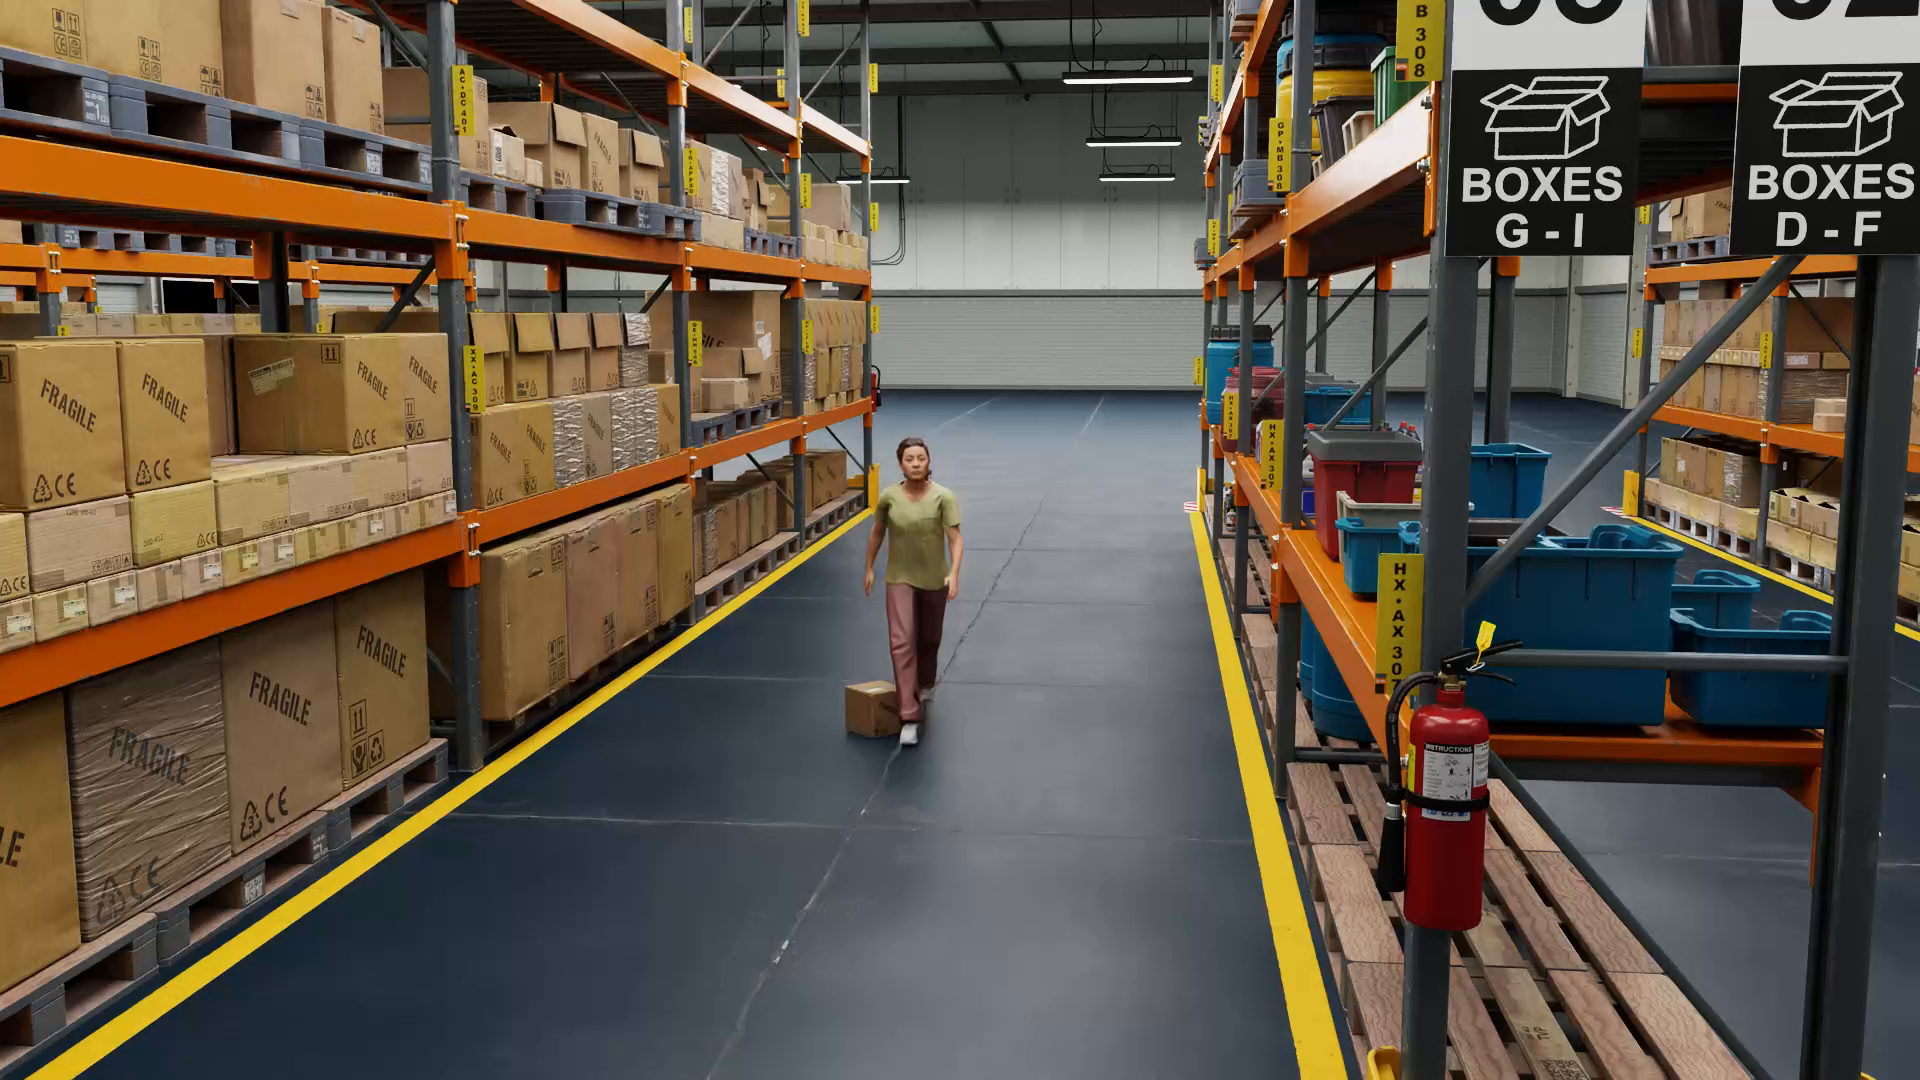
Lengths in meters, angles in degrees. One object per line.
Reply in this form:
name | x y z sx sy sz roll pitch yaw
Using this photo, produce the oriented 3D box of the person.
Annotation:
person | -0.261 0.231 9.221 0.542 1.605 1.110 -1 8 -4
